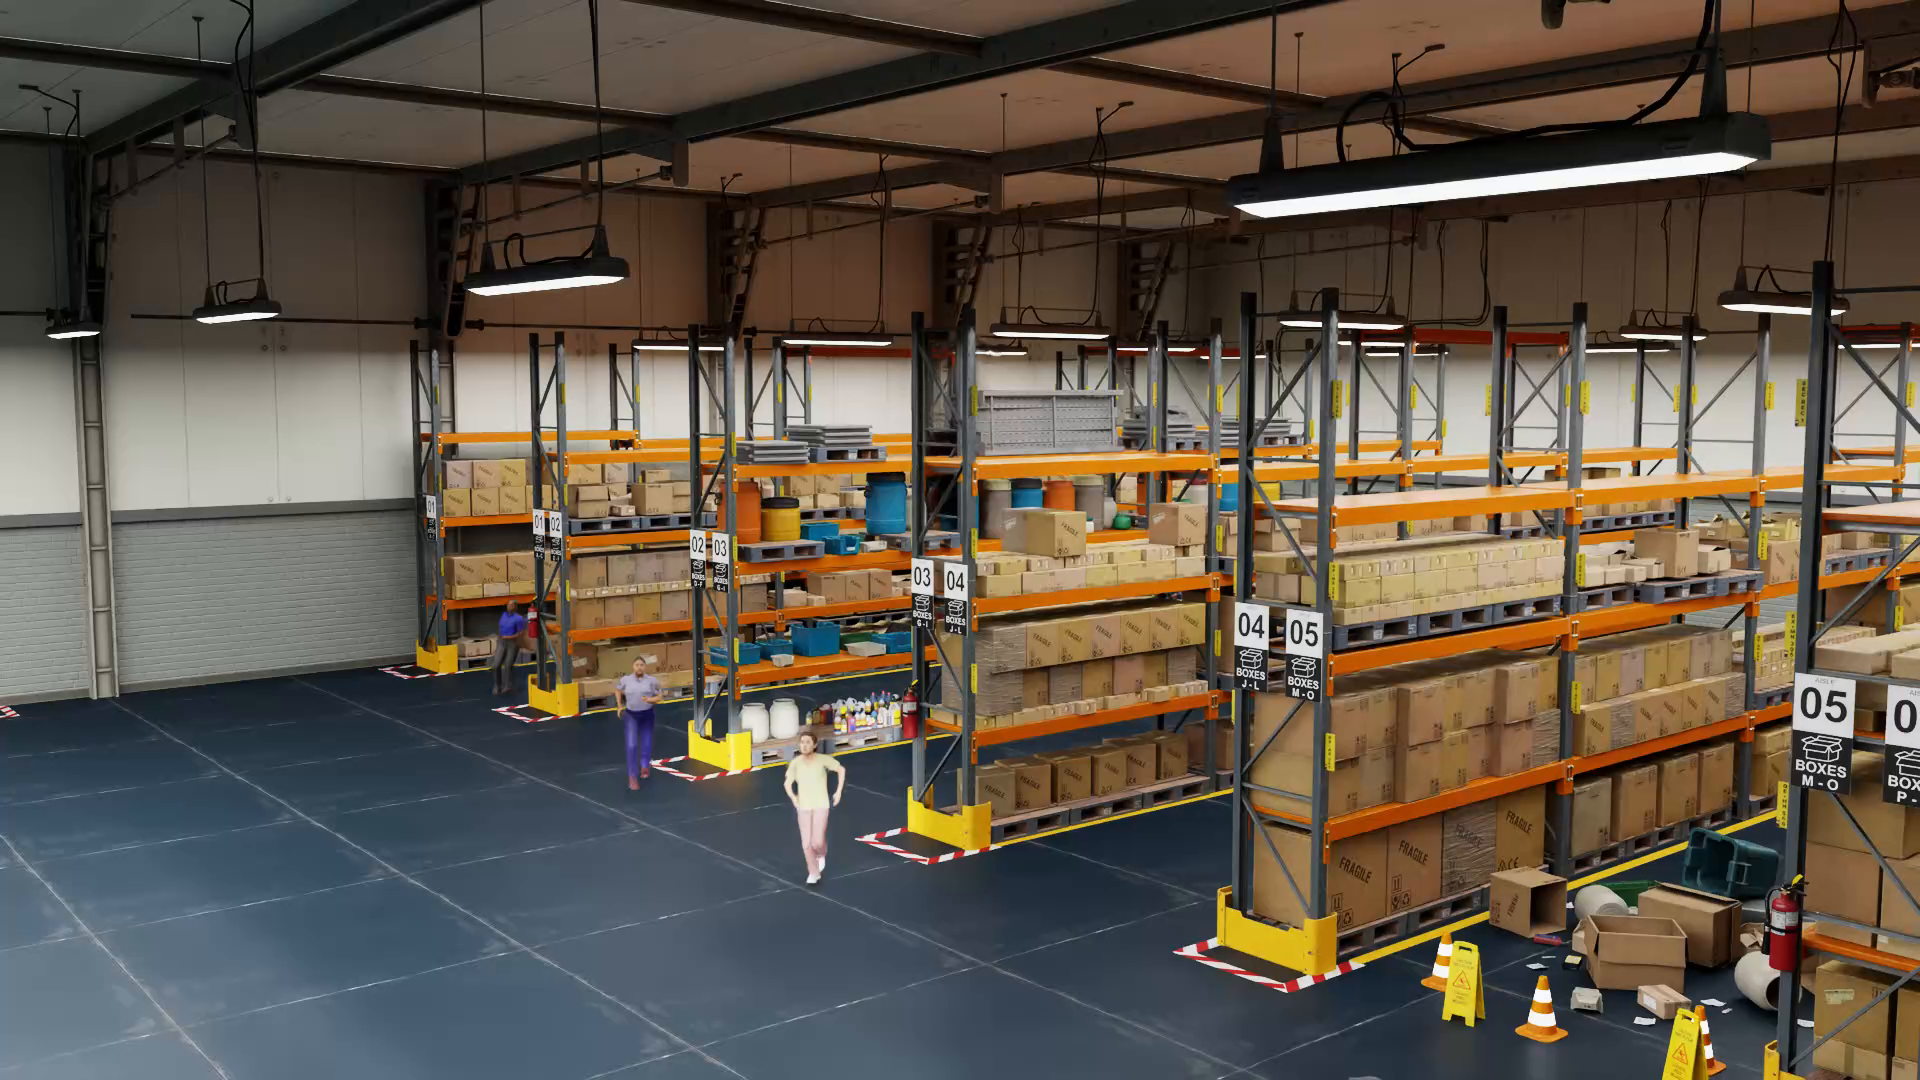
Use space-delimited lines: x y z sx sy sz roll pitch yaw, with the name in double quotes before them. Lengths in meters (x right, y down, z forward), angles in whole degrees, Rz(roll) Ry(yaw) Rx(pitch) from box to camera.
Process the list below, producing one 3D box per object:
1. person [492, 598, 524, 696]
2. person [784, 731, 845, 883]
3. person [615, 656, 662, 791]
"person" -7.537 1.804 27.795 0.584 1.651 0.624 1 5 13
"person" -1.518 2.770 17.123 0.598 1.621 0.610 1 5 9
"person" -4.156 2.367 21.567 0.582 1.690 0.748 -2 6 -16
